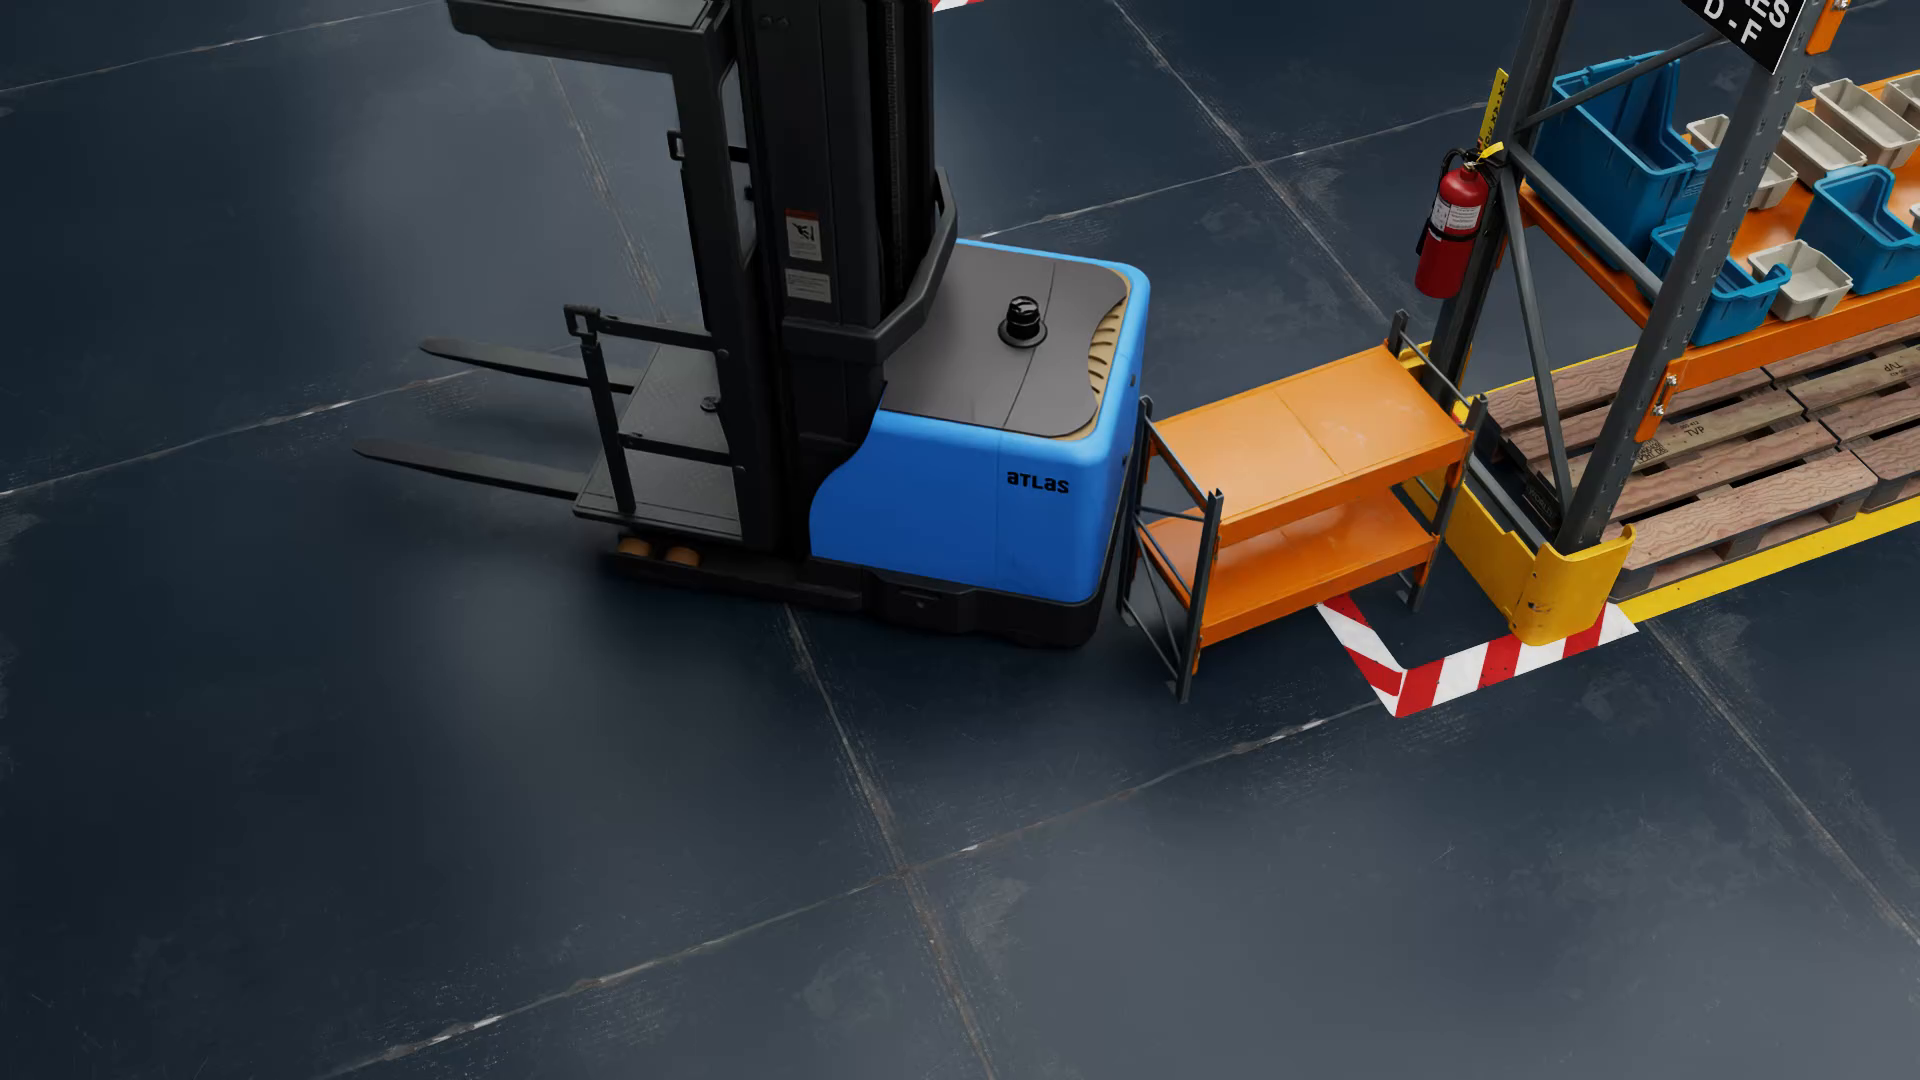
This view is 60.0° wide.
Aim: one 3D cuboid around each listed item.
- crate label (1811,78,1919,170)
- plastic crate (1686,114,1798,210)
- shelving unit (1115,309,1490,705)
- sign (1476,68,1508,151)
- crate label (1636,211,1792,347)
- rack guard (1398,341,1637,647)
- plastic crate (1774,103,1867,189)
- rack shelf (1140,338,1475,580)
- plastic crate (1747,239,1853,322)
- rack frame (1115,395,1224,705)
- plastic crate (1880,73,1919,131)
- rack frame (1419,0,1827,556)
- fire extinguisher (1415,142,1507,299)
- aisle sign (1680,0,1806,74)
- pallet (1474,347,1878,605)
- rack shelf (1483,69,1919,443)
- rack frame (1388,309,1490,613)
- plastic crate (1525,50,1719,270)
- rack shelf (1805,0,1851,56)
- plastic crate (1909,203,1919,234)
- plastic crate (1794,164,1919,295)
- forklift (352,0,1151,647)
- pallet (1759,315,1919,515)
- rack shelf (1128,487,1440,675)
[{"bbox_3d":[3.290,-1.502,6.038,0.243,0.136,0.396,-17,52,-14],"label":"crate label"},{"bbox_3d":[2.768,-1.332,5.892,0.243,0.136,0.396,-17,52,-14],"label":"plastic crate"},{"bbox_3d":[1.174,-0.102,5.937,1.048,1.125,0.538,-19,52,-16],"label":"shelving unit"},{"bbox_3d":[1.859,-1.473,5.771,0.005,0.325,0.100,-17,52,-14],"label":"sign"},{"bbox_3d":[2.435,-0.842,5.408,0.303,0.233,0.416,-17,52,-14],"label":"crate label"},{"bbox_3d":[2.064,-0.207,6.439,0.348,0.500,1.175,-17,52,-14],"label":"rack guard"},{"bbox_3d":[3.042,-1.405,5.955,0.243,0.136,0.396,-17,52,-14],"label":"plastic crate"},{"bbox_3d":[1.174,-0.292,5.714,1.000,0.278,0.538,-19,52,-16],"label":"rack shelf"},{"bbox_3d":[2.763,-0.845,5.473,0.298,0.136,0.250,-17,52,-14],"label":"plastic crate"},{"bbox_3d":[0.713,0.060,5.797,0.032,1.125,0.500,-19,52,-16],"label":"rack frame"},{"bbox_3d":[3.558,-1.600,6.122,0.250,0.136,0.298,-17,52,-14],"label":"plastic crate"},{"bbox_3d":[2.082,-1.038,5.505,0.127,3.000,1.000,-17,52,-14],"label":"rack frame"},{"bbox_3d":[1.770,-1.167,5.912,0.183,0.674,0.296,-17,52,-14],"label":"fire extinguisher"},{"bbox_3d":[2.127,-1.655,4.322,0.004,0.787,0.394,-17,52,-14],"label":"aisle sign"},{"bbox_3d":[2.860,-0.338,6.742,1.213,0.211,1.003,-17,52,-14],"label":"pallet"},{"bbox_3d":[3.933,-1.377,6.270,4.000,0.370,1.077,-17,52,-14],"label":"rack shelf"},{"bbox_3d":[1.636,-0.264,6.076,0.032,1.125,0.500,-19,52,-16],"label":"rack frame"},{"bbox_3d":[2.321,-1.296,5.664,0.499,0.435,0.616,-17,52,-14],"label":"plastic crate"},{"bbox_3d":[3.933,-2.354,5.132,4.000,0.370,1.077,-17,52,-14],"label":"rack shelf"},{"bbox_3d":[3.391,-1.039,5.640,0.298,0.136,0.250,-17,52,-14],"label":"plastic crate"},{"bbox_3d":[3.044,-1.031,5.570,0.300,0.233,0.416,-17,52,-14],"label":"plastic crate"},{"bbox_3d":[-0.869,-1.151,5.647,3.031,2.935,1.130,10,50,9],"label":"forklift"},{"bbox_3d":[3.987,-0.686,7.040,1.213,0.211,1.003,-17,52,-14],"label":"pallet"},{"bbox_3d":[1.174,0.058,6.122,1.000,0.278,0.538,-19,52,-16],"label":"rack shelf"}]
